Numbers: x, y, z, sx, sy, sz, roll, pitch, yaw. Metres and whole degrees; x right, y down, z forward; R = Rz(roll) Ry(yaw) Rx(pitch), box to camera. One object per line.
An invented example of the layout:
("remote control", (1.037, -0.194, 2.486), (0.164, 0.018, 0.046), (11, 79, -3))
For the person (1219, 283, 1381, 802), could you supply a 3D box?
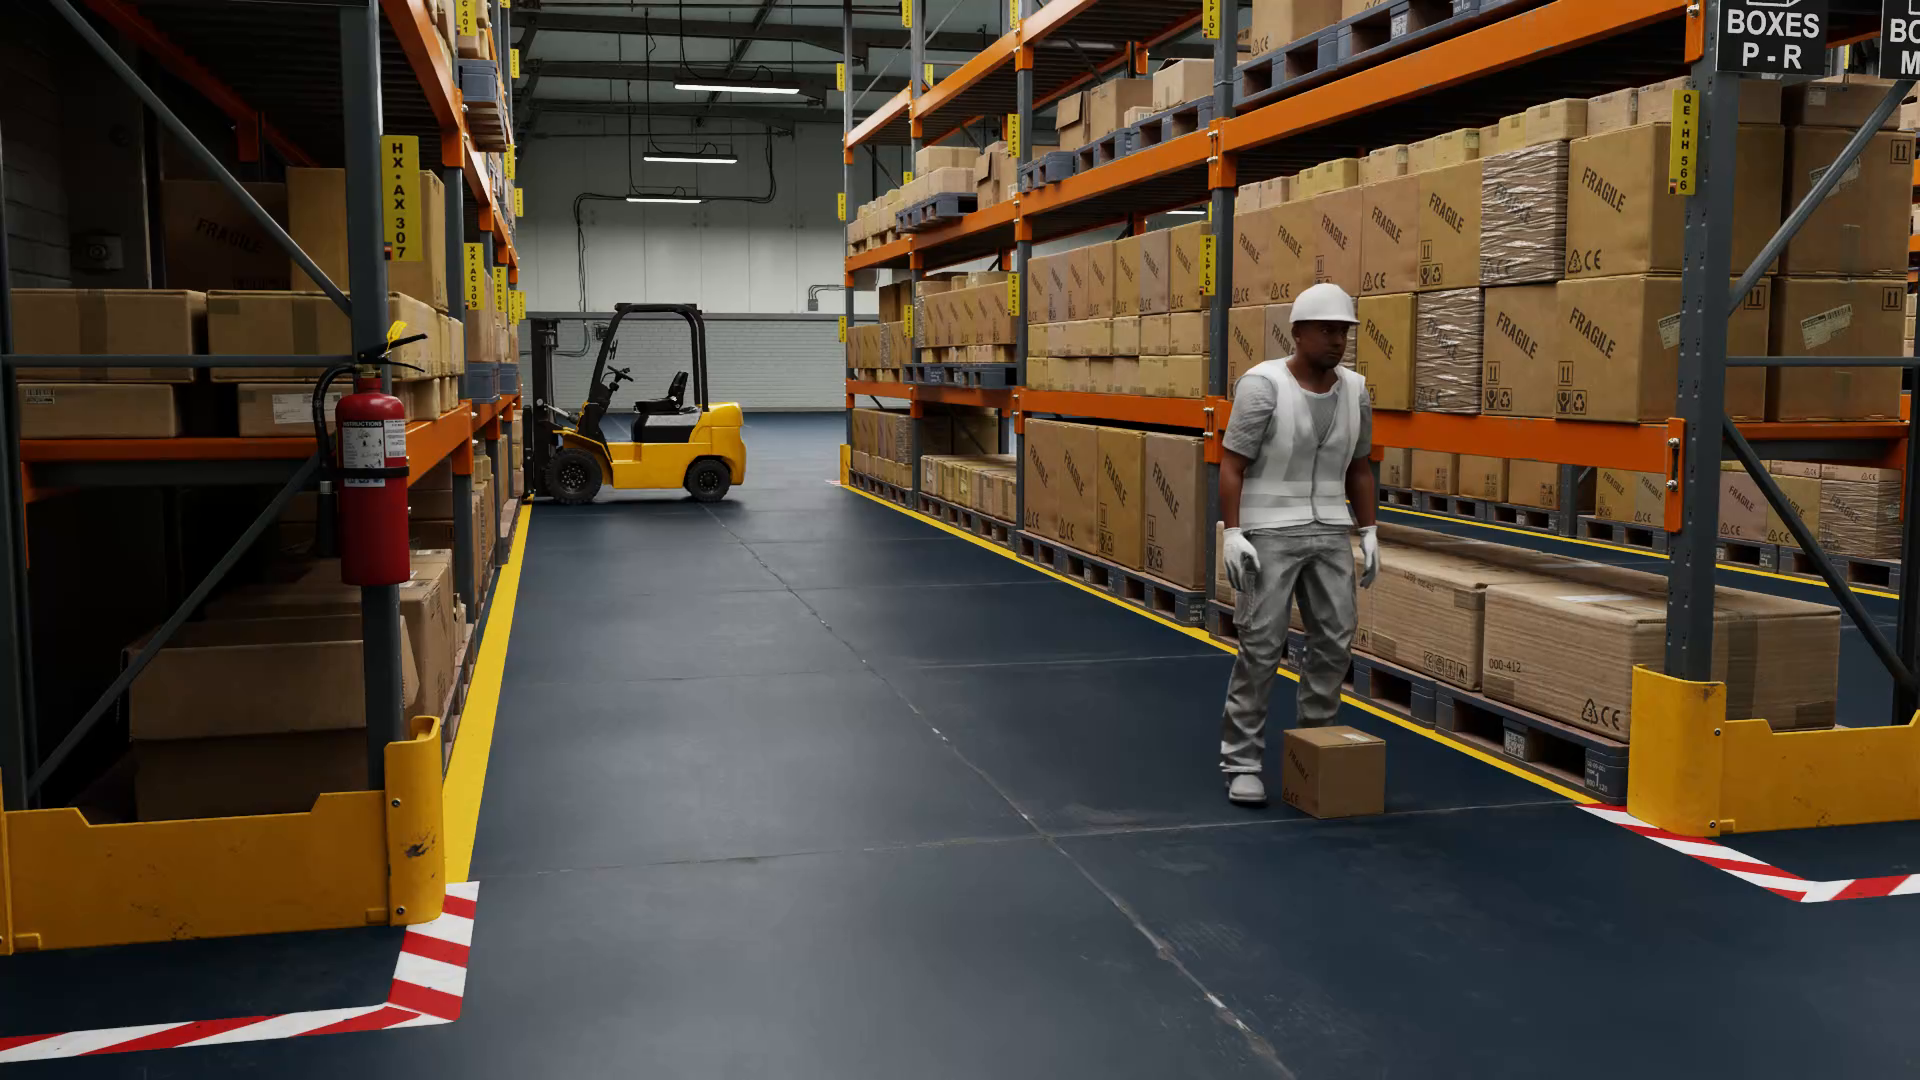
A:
("person", (1.186, 0.007, 5.781), (0.627, 1.774, 0.450), (-2, 6, -19))
